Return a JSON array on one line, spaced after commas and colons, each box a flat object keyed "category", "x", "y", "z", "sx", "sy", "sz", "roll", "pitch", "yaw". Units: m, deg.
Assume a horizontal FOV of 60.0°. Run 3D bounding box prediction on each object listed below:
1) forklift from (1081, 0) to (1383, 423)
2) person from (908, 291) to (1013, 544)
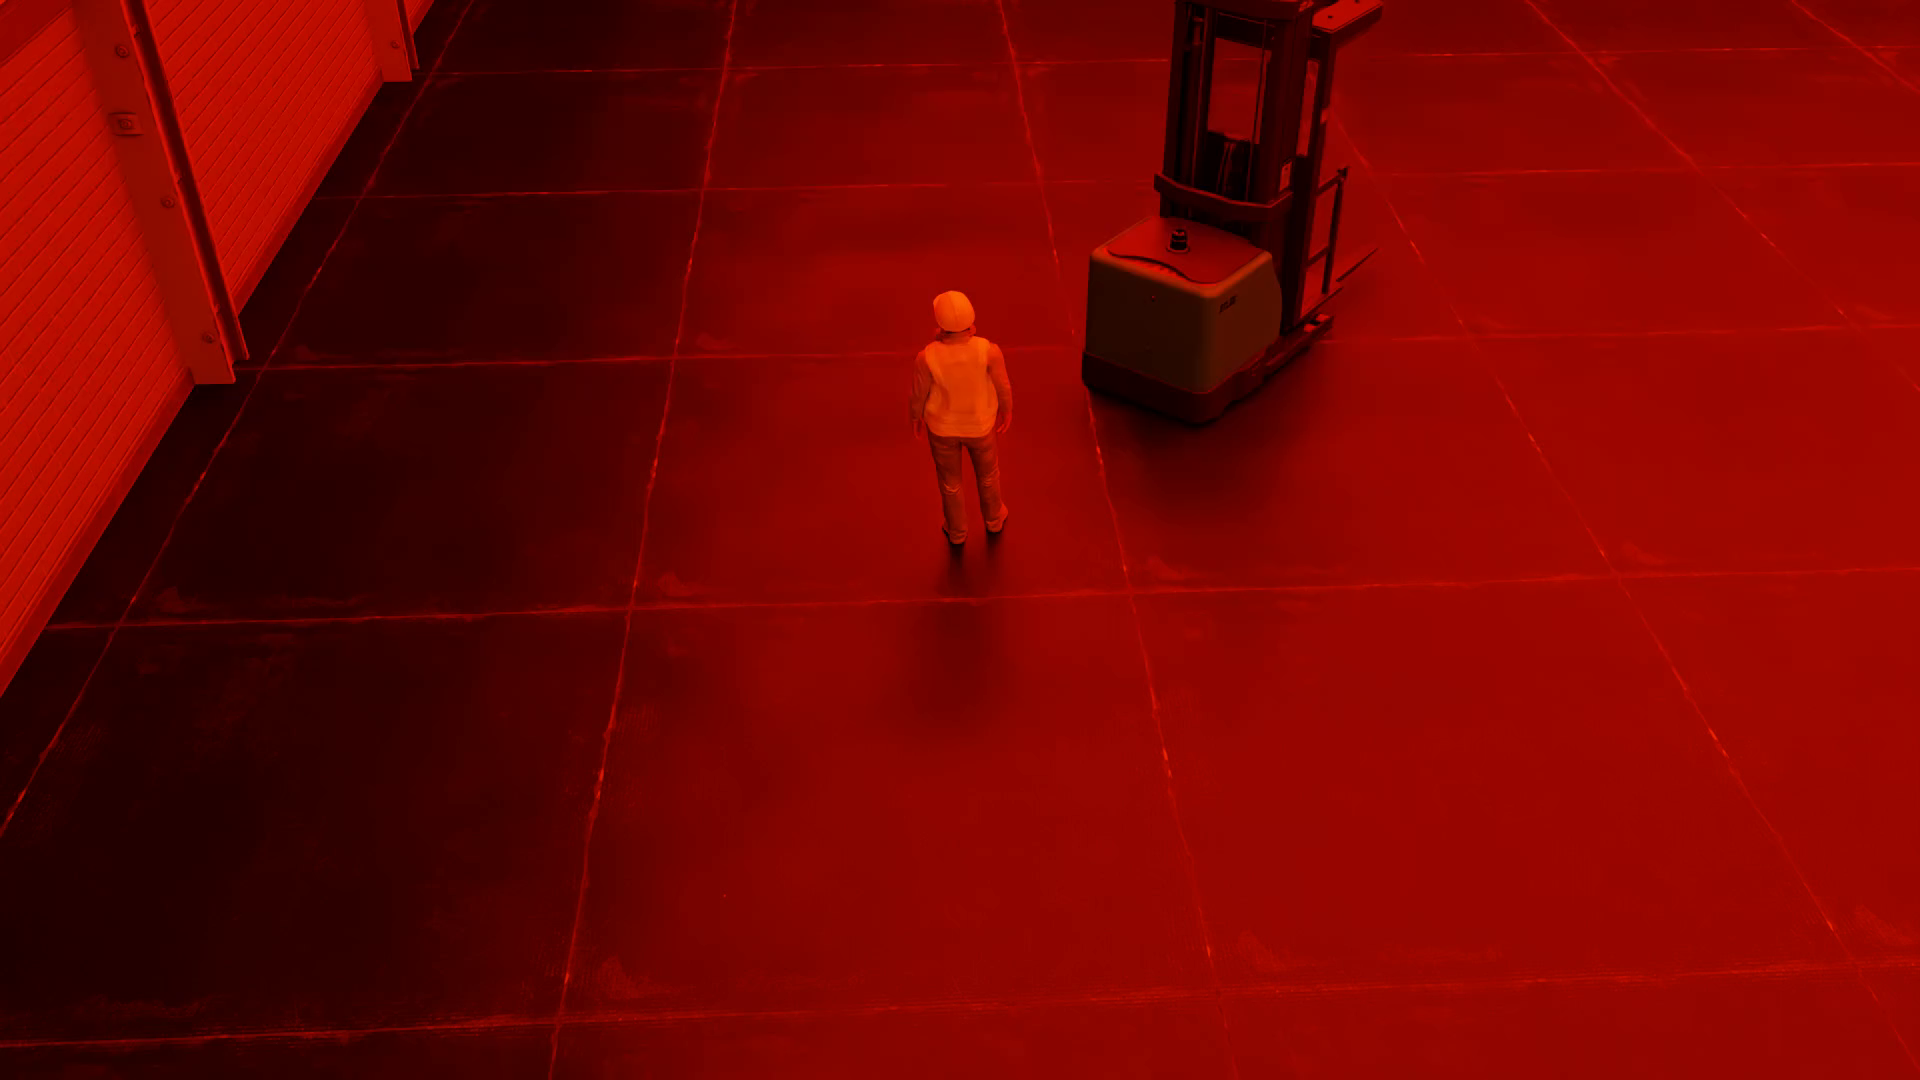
[{"category": "forklift", "x": 2.176, "y": -2.799, "z": 11.853, "sx": 1.130, "sy": 2.935, "sz": 3.031, "roll": 25, "pitch": 43, "yaw": 30}, {"category": "person", "x": 0.005, "y": -0.760, "z": 10.024, "sx": 0.632, "sy": 1.773, "sz": 0.568, "roll": -2, "pitch": 36, "yaw": -2}]
